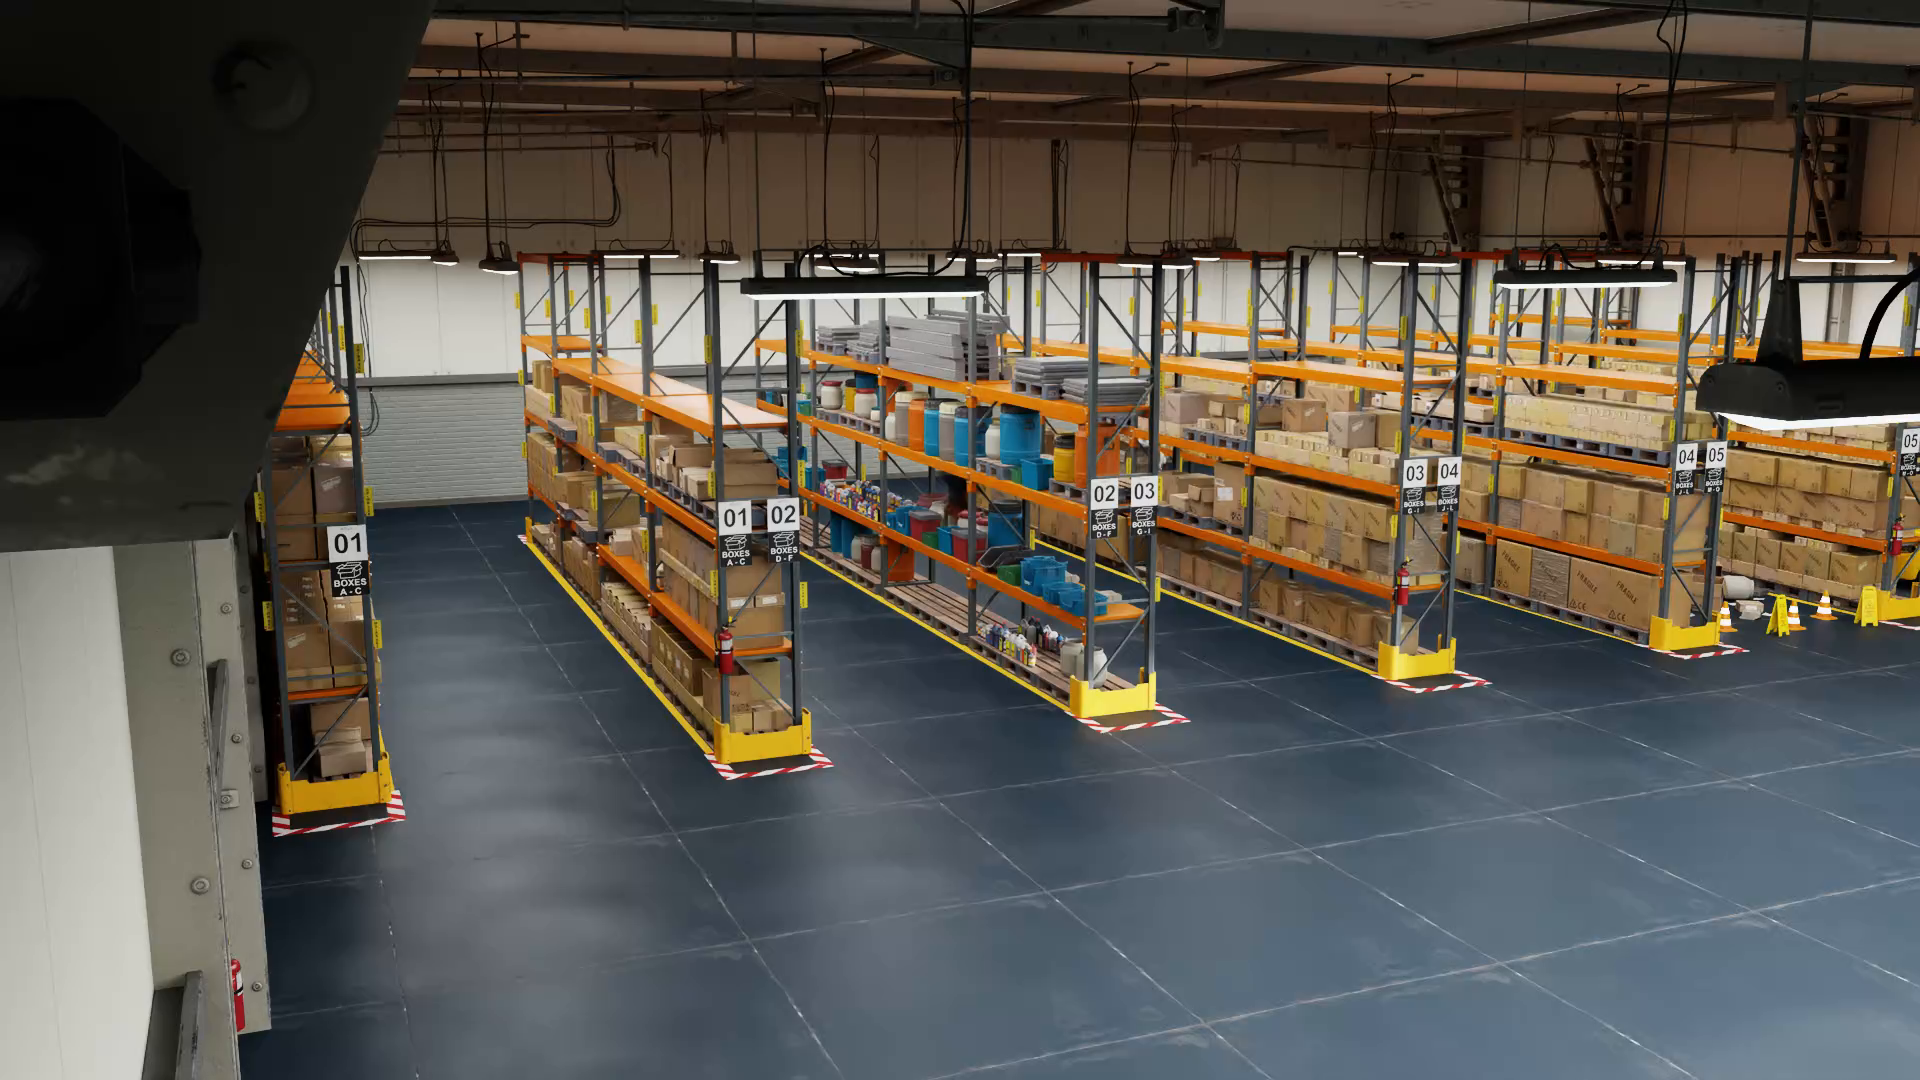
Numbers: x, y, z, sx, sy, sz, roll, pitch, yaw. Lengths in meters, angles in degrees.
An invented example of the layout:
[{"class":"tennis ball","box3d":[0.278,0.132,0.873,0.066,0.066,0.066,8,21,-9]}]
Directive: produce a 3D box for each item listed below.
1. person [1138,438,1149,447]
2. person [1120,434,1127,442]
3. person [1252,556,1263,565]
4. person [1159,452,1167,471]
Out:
[{"class":"person","box3d":[4.488,-2.060,41.573,0.826,1.743,0.668,-2,11,-9]},{"class":"person","box3d":[3.908,-1.830,40.619,0.726,1.684,0.705,7,13,34]},{"class":"person","box3d":[5.674,-0.240,31.466,0.723,1.740,0.625,-5,11,-25]},{"class":"person","box3d":[4.375,-1.412,37.991,0.685,1.752,0.650,-3,11,-14]}]
